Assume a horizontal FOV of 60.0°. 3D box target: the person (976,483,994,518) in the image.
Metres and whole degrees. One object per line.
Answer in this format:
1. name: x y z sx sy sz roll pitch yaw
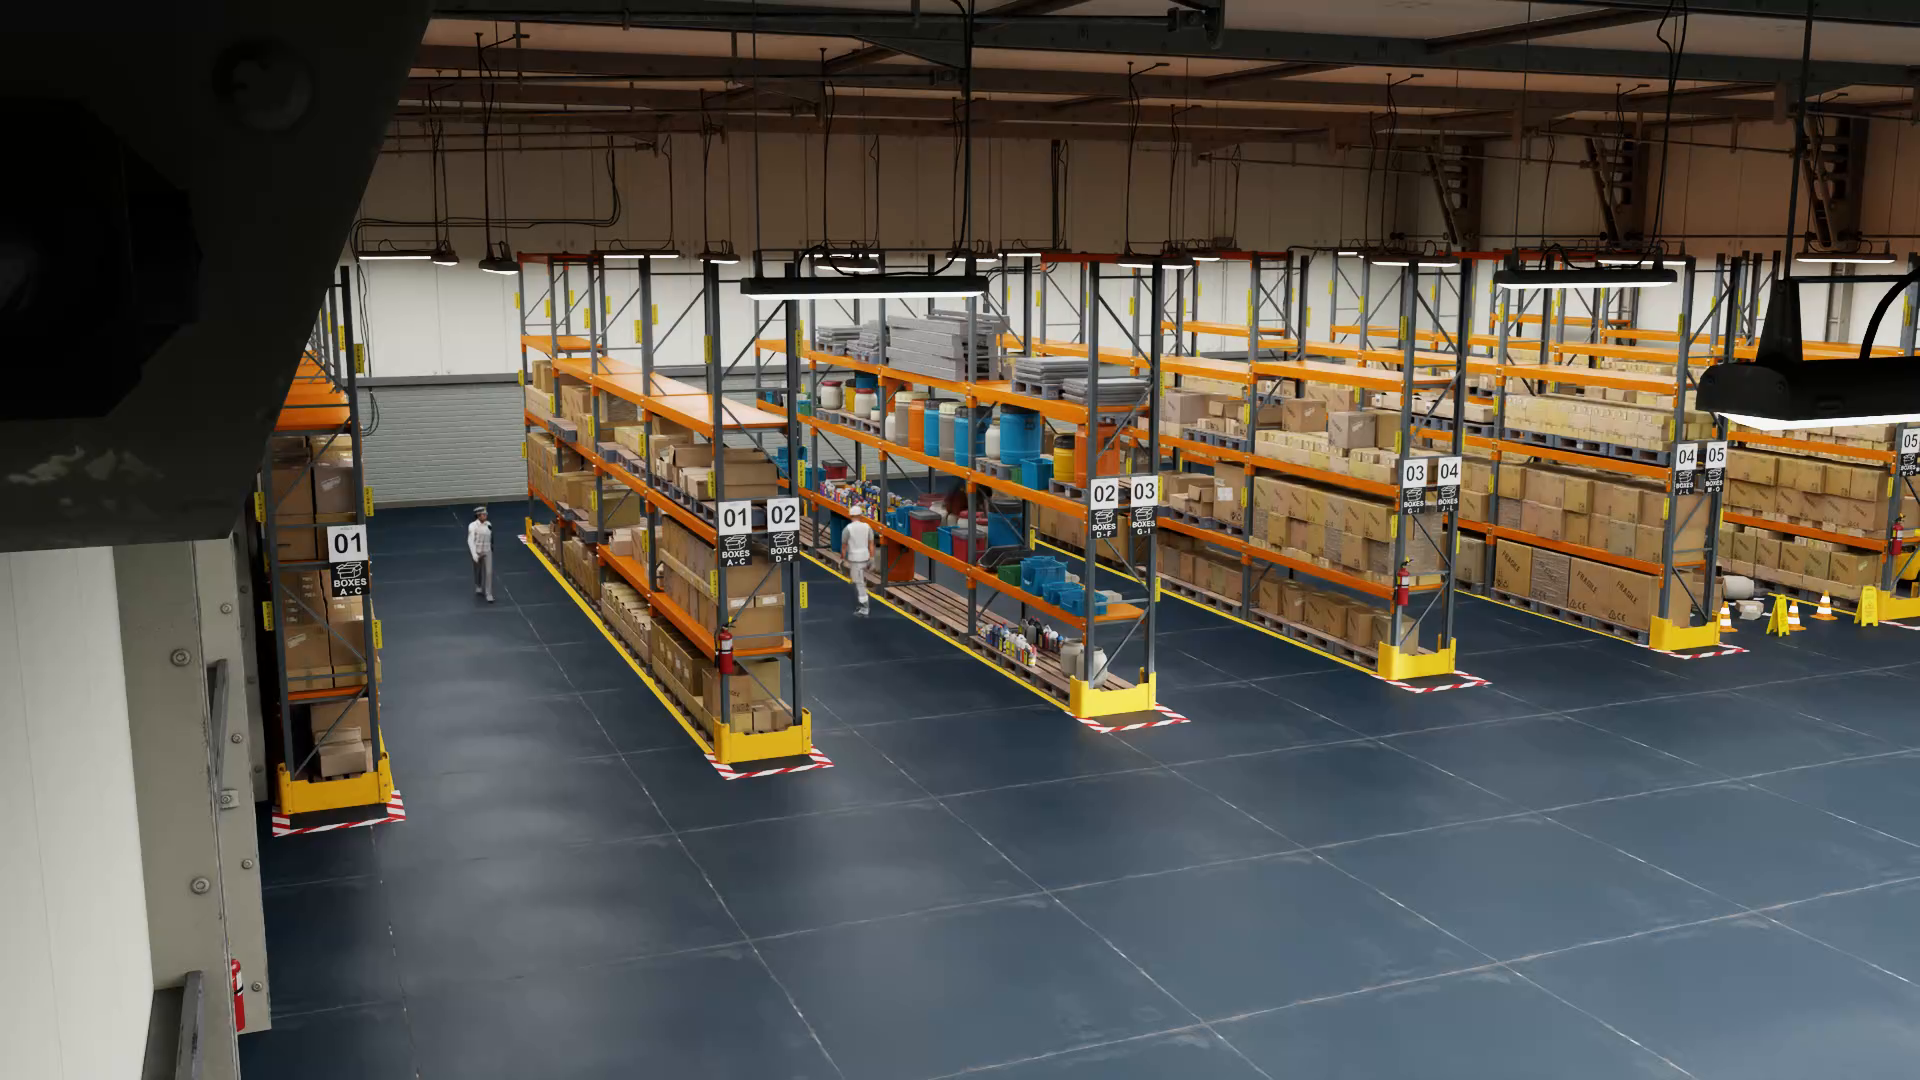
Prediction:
1. person: 0.472 -0.892 35.229 0.596 1.686 0.977 -3 11 -17

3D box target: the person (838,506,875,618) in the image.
1. person: -1.646 0.388 26.465 0.529 1.865 0.484 5 12 26

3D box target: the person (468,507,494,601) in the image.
1. person: -8.440 0.214 29.293 0.442 1.634 0.948 -4 11 -20

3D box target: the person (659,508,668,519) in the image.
1. person: -5.766 -0.595 33.333 0.655 1.721 1.119 -4 11 -23
